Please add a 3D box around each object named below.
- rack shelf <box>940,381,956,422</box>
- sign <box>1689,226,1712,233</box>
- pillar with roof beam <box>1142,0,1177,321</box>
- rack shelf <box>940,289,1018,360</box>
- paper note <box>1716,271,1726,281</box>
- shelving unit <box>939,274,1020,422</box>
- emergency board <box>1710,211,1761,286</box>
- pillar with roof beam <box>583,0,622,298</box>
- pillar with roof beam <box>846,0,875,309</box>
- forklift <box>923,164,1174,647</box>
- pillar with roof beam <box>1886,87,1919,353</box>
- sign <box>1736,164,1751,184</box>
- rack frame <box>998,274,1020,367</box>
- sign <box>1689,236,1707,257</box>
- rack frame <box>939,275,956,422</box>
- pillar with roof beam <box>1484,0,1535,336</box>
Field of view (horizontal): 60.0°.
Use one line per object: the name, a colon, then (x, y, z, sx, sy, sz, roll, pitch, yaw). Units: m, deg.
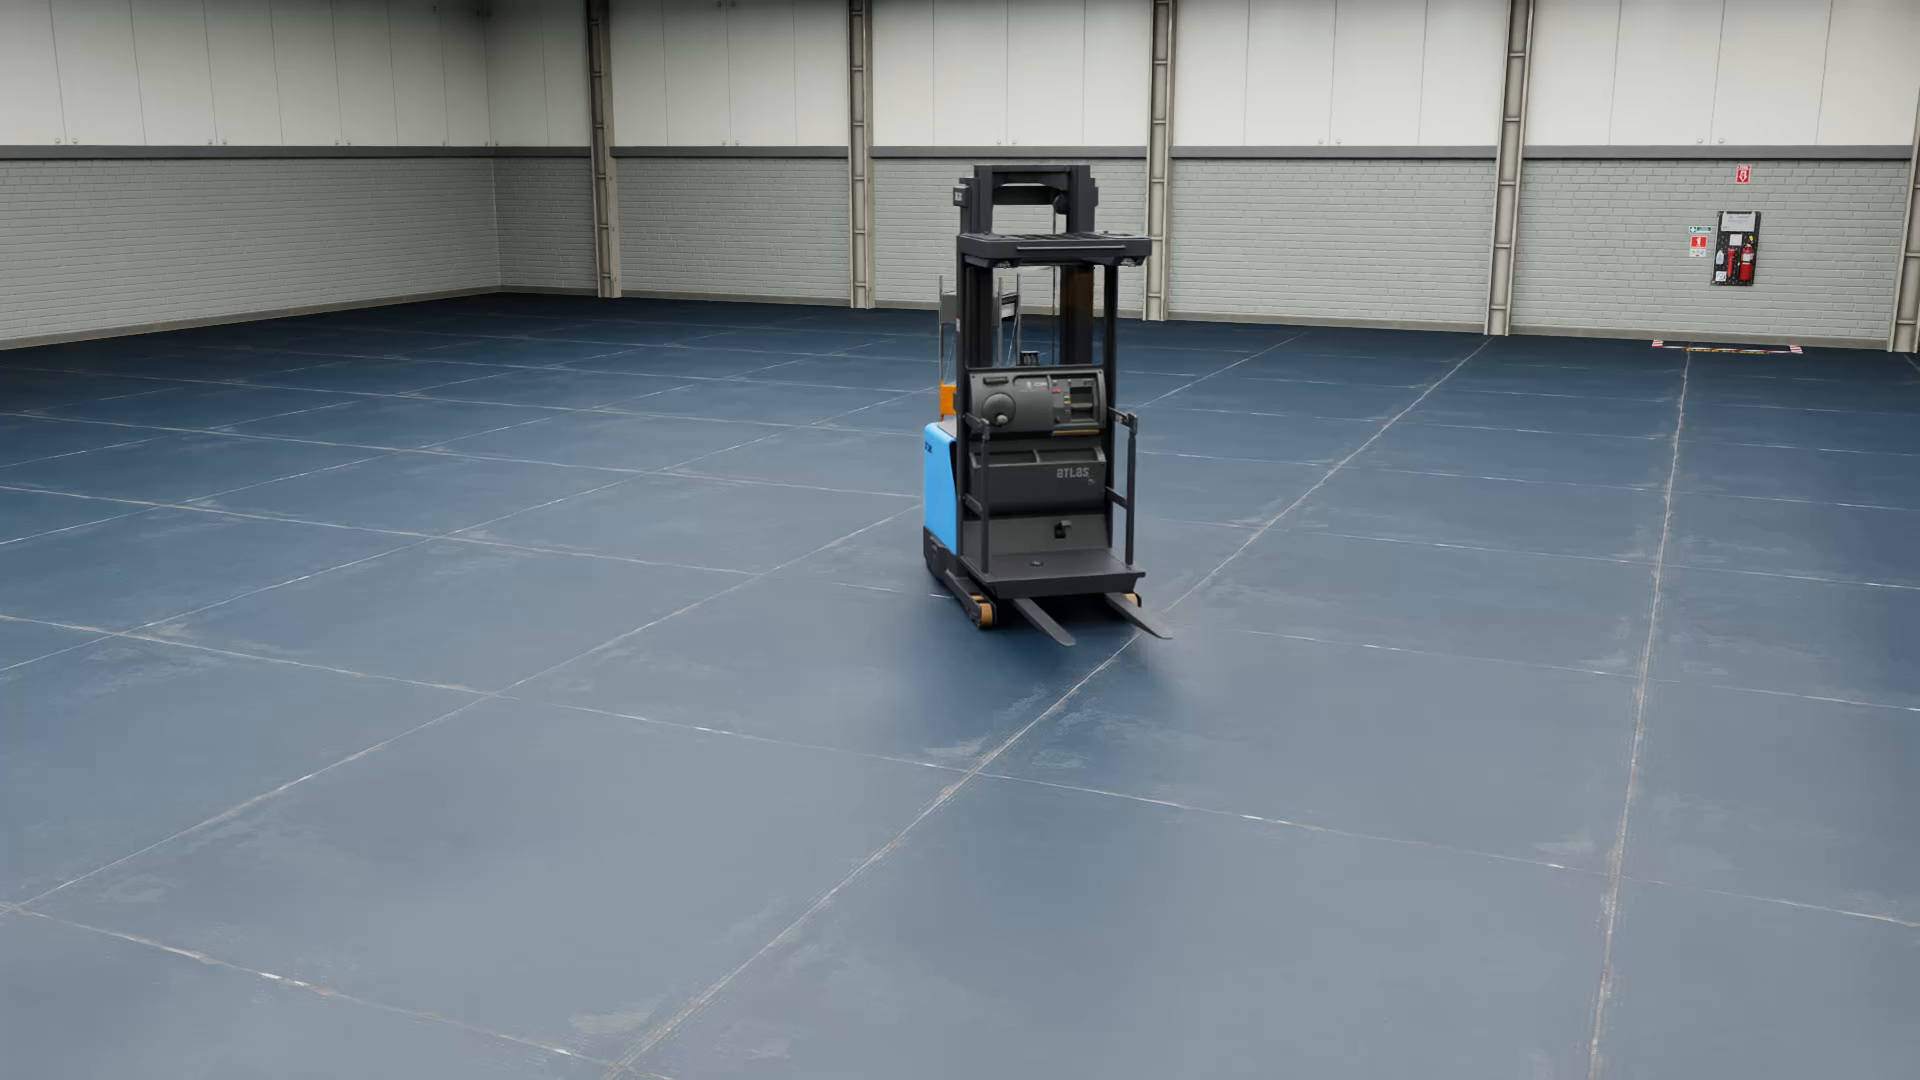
rack shelf: (0.151, -0.994, 12.953, 0.480, 0.518, 0.431, 6, 14, 23)
sign: (11.839, -4.960, 26.589, 0.331, 0.109, 0.001, 6, 14, 23)
pillar with roof beam: (1.831, -7.510, 25.560, 0.400, 9.000, 9.100, 6, 14, 23)
rack shelf: (0.151, -1.675, 12.793, 0.480, 0.518, 0.431, 6, 14, 23)
paper note: (12.168, -4.216, 26.585, 0.142, 0.148, 0.016, 6, 14, 23)
shelving unit: (0.151, -1.007, 12.950, 0.503, 2.100, 0.431, 6, 14, 23)
emergency board: (12.302, -4.614, 26.353, 0.643, 1.169, 0.194, 6, 14, 23)
pillar with roof beam: (-9.141, -8.620, 30.292, 0.400, 9.000, 9.100, 6, 14, 23)
pillar with roof beam: (-3.655, -8.065, 27.926, 0.400, 9.000, 9.100, 6, 14, 23)
forklift: (0.574, -0.950, 10.889, 1.130, 2.935, 3.031, -3, 14, -13)
pillar with roof beam: (12.802, -6.399, 20.828, 0.400, 9.000, 9.100, 6, 14, 23)
sign: (12.335, -5.764, 26.180, 0.199, 0.298, 0.001, 6, 14, 23)
rack frame: (0.374, -0.984, 12.853, 0.015, 2.100, 0.400, 6, 14, 23)
sign: (11.838, -4.704, 26.659, 0.234, 0.329, 0.001, 6, 14, 23)
rack frame: (-0.072, -1.029, 13.046, 0.015, 2.100, 0.400, 6, 14, 23)
pillar with roof beam: (7.316, -6.954, 23.194, 0.400, 9.000, 9.100, 6, 14, 23)
